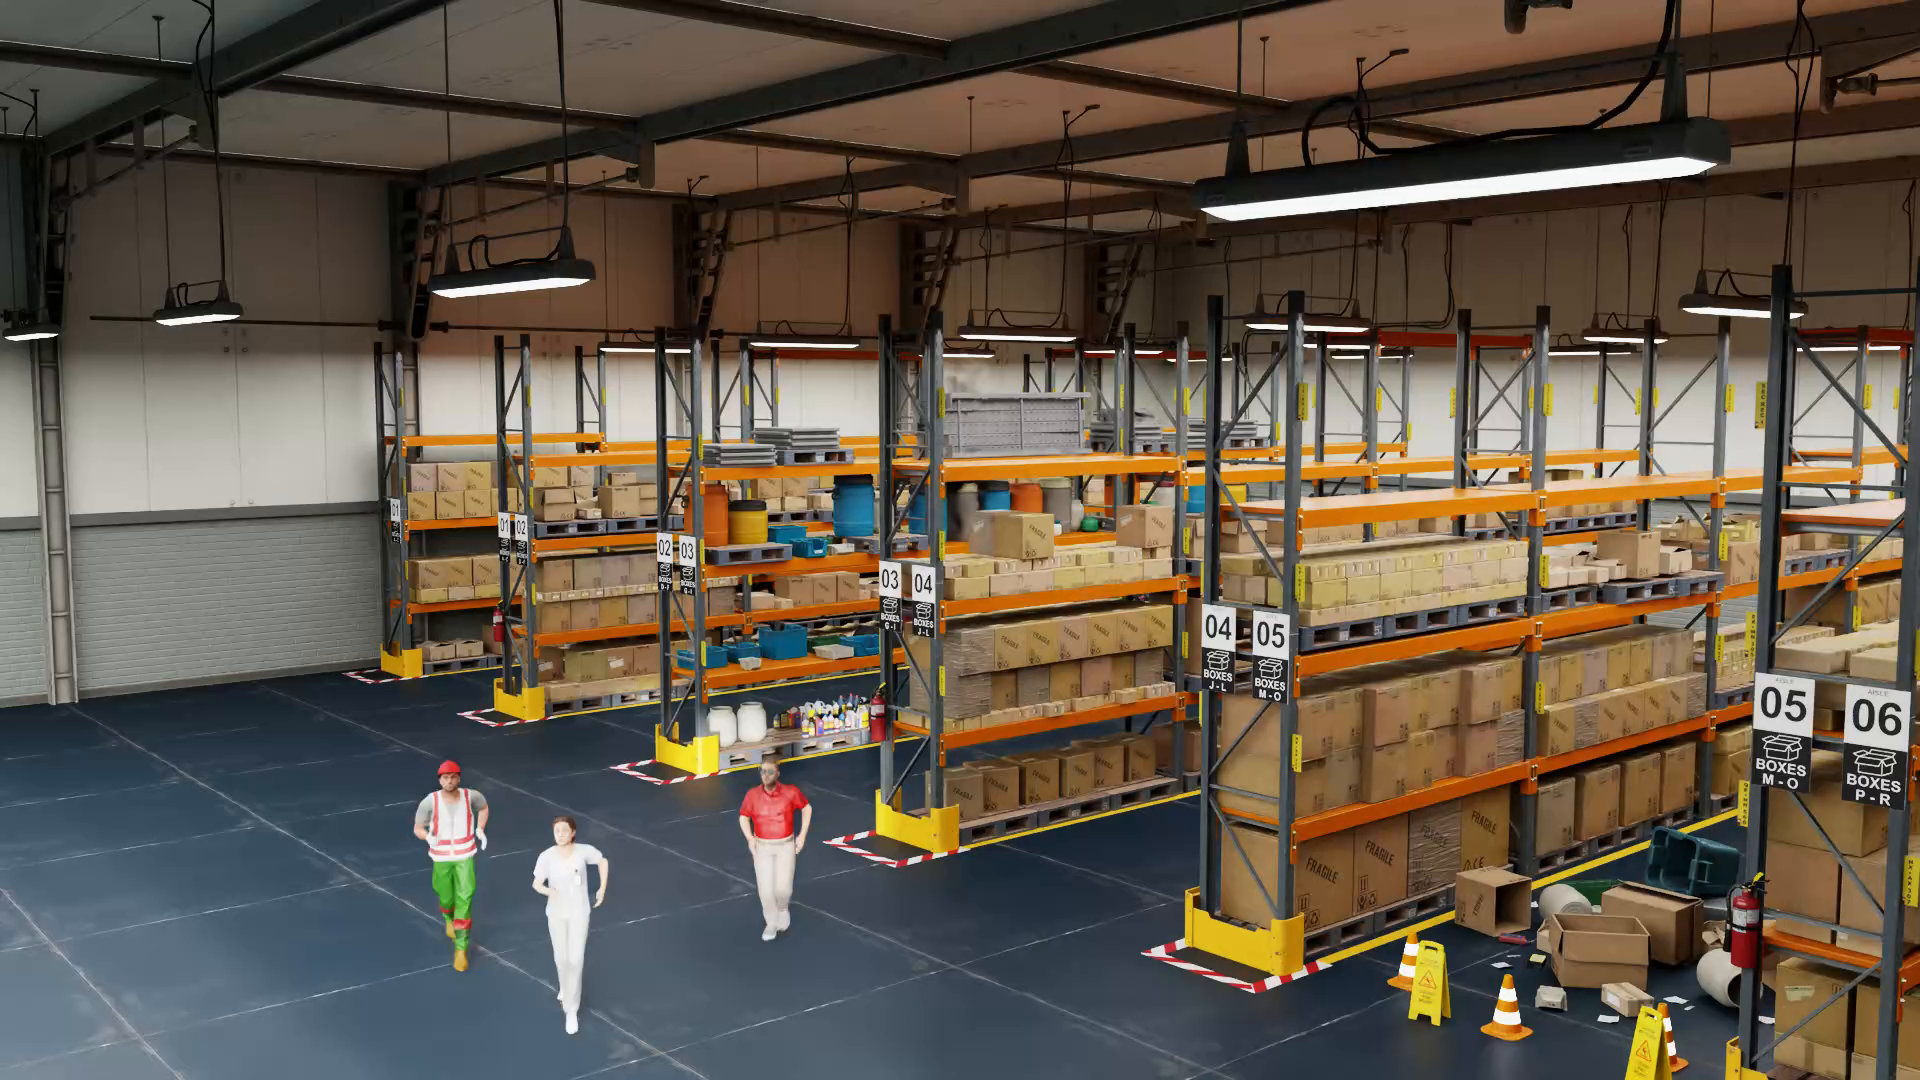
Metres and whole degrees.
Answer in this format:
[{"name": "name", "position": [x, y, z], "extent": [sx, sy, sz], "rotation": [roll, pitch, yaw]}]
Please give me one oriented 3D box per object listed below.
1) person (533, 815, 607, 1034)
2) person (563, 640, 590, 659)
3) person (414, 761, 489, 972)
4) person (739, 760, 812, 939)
[{"name": "person", "position": [-3.211, 3.106, 13.684], "extent": [0.570, 1.698, 0.825], "rotation": [0, 5, -4]}, {"name": "person", "position": [-6.583, 1.667, 28.820], "extent": [0.671, 1.801, 0.728], "rotation": [5, 7, 43]}, {"name": "person", "position": [-4.603, 2.886, 15.082], "extent": [0.653, 1.799, 0.987], "rotation": [-2, 5, -16]}, {"name": "person", "position": [-1.749, 2.911, 15.597], "extent": [0.673, 1.689, 0.527], "rotation": [0, 5, 2]}]
